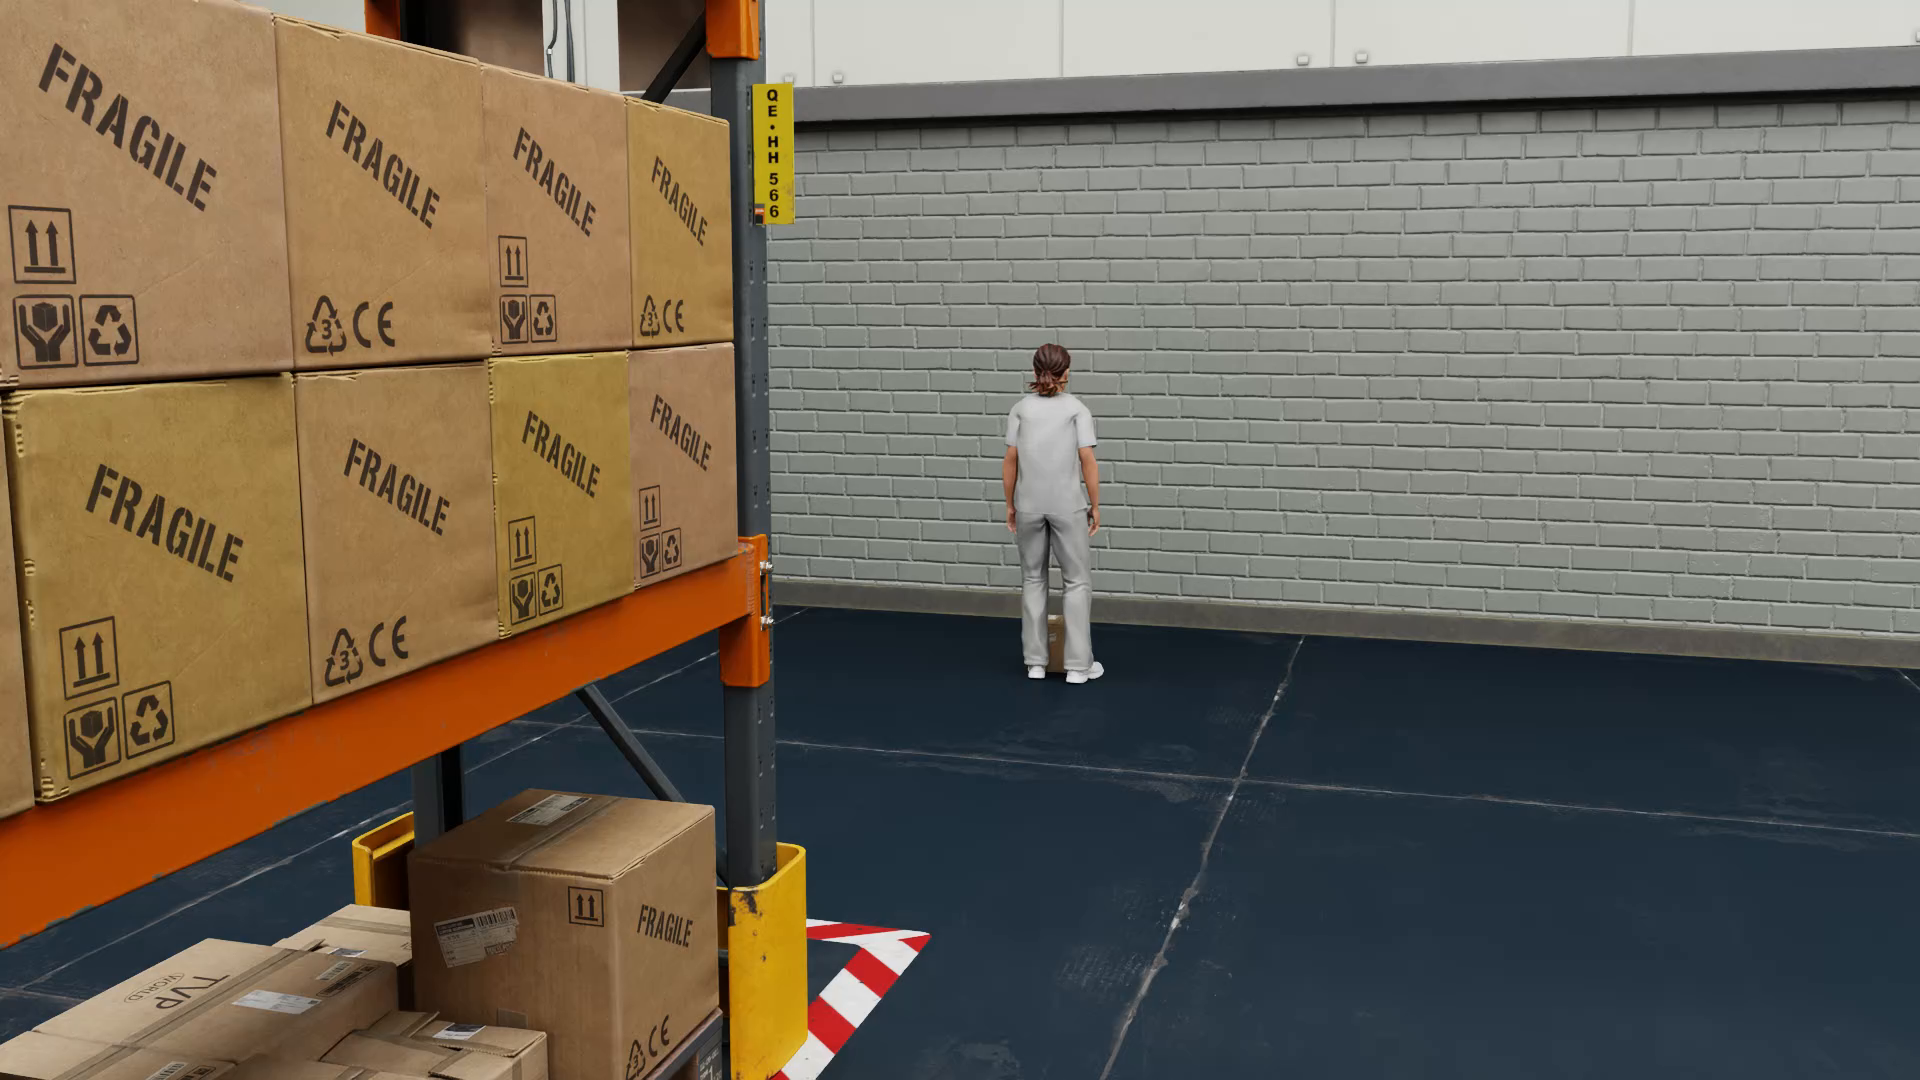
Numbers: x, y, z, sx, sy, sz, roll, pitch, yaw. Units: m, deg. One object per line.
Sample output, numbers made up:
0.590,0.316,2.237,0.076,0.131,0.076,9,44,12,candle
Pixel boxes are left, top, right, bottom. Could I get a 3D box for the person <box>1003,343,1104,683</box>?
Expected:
0.463,-0.138,8.271,0.490,1.673,0.404,2,9,16,person
